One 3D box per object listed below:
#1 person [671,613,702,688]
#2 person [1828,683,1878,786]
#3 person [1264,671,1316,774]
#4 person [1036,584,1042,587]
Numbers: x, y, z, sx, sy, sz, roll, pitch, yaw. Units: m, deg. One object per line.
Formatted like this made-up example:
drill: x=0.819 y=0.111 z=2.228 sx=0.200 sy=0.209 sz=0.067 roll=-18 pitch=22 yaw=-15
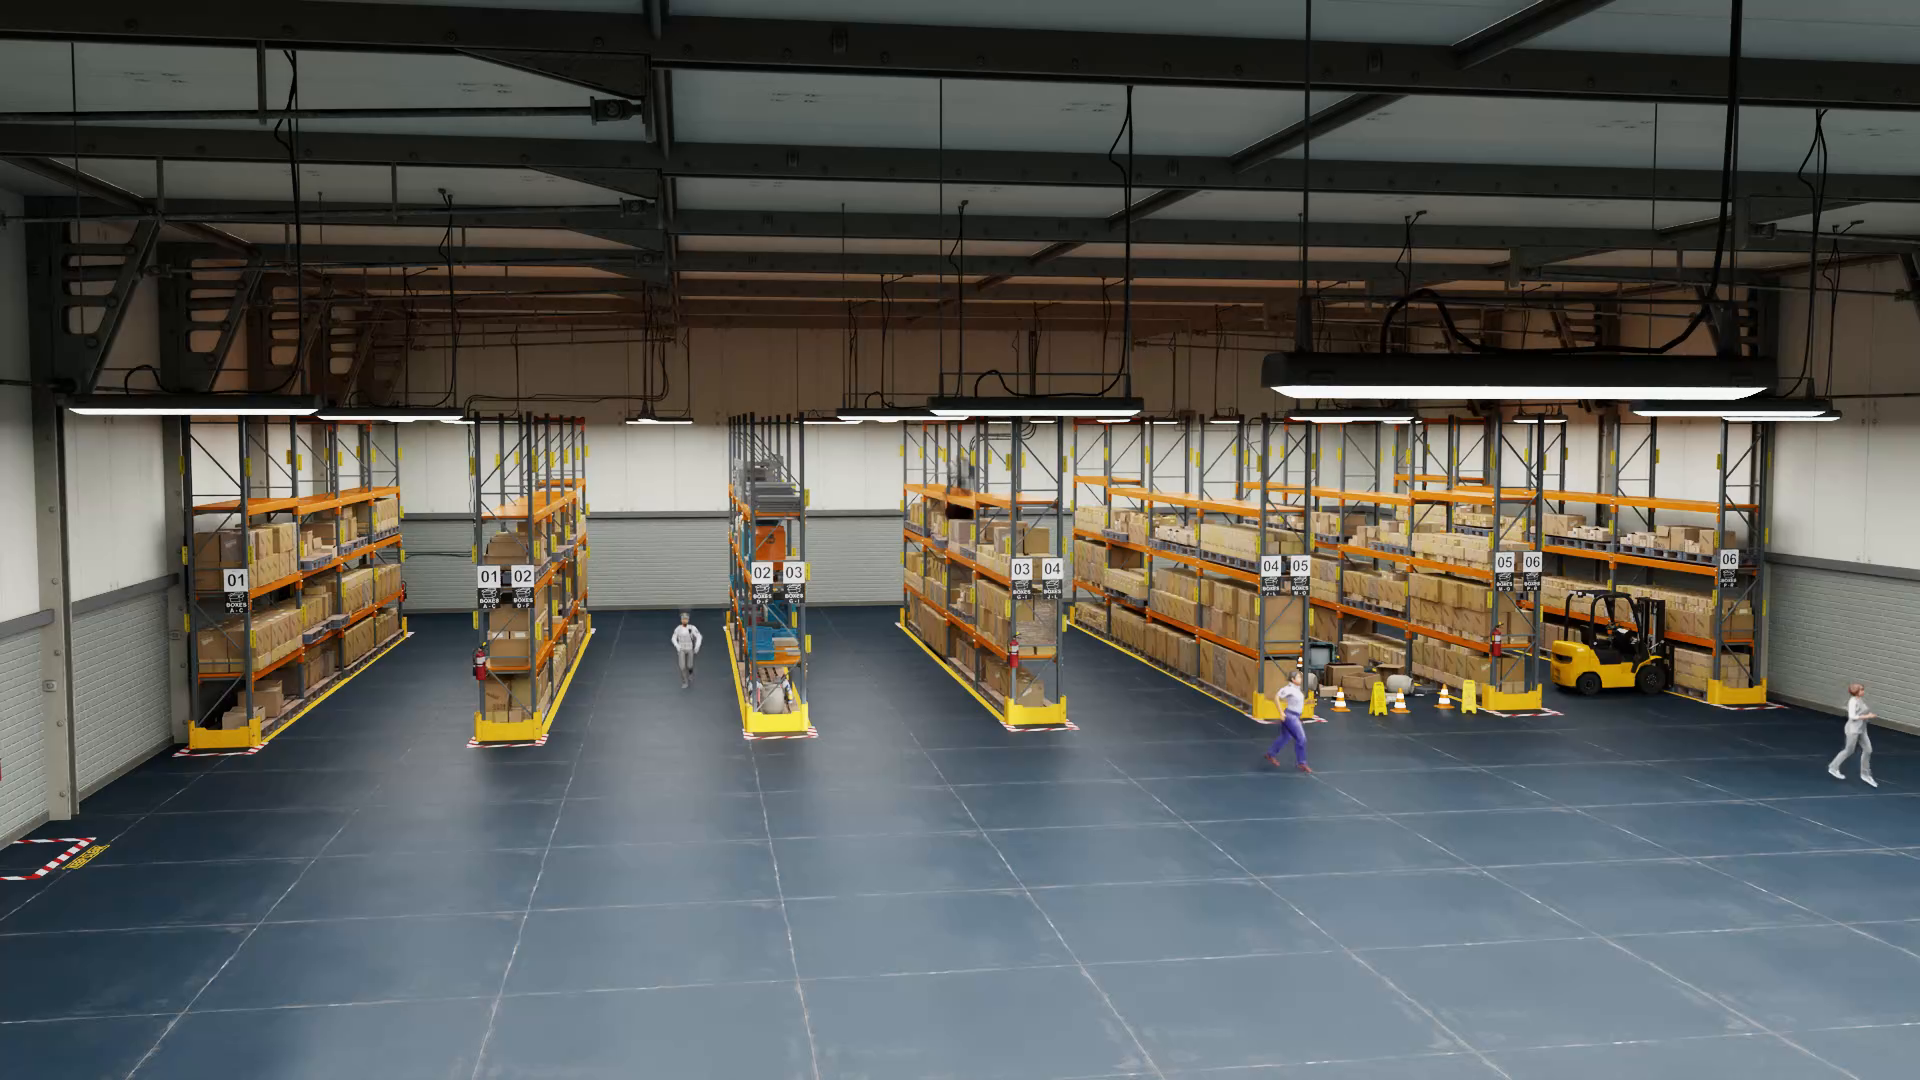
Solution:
person: x=-6.011 y=2.418 z=36.539 sx=0.653 sy=1.656 sz=0.571 roll=0 pitch=4 yaw=-5
person: x=14.333 y=3.097 z=26.670 sx=0.524 sy=1.635 sz=0.719 roll=-3 pitch=5 yaw=-40
person: x=5.484 y=3.009 z=27.662 sx=0.849 sy=1.693 sz=0.580 roll=1 pitch=4 yaw=20
person: x=2.344 y=1.499 z=48.909 sx=0.927 sy=1.769 sz=0.703 roll=-3 pitch=5 yaw=-42
